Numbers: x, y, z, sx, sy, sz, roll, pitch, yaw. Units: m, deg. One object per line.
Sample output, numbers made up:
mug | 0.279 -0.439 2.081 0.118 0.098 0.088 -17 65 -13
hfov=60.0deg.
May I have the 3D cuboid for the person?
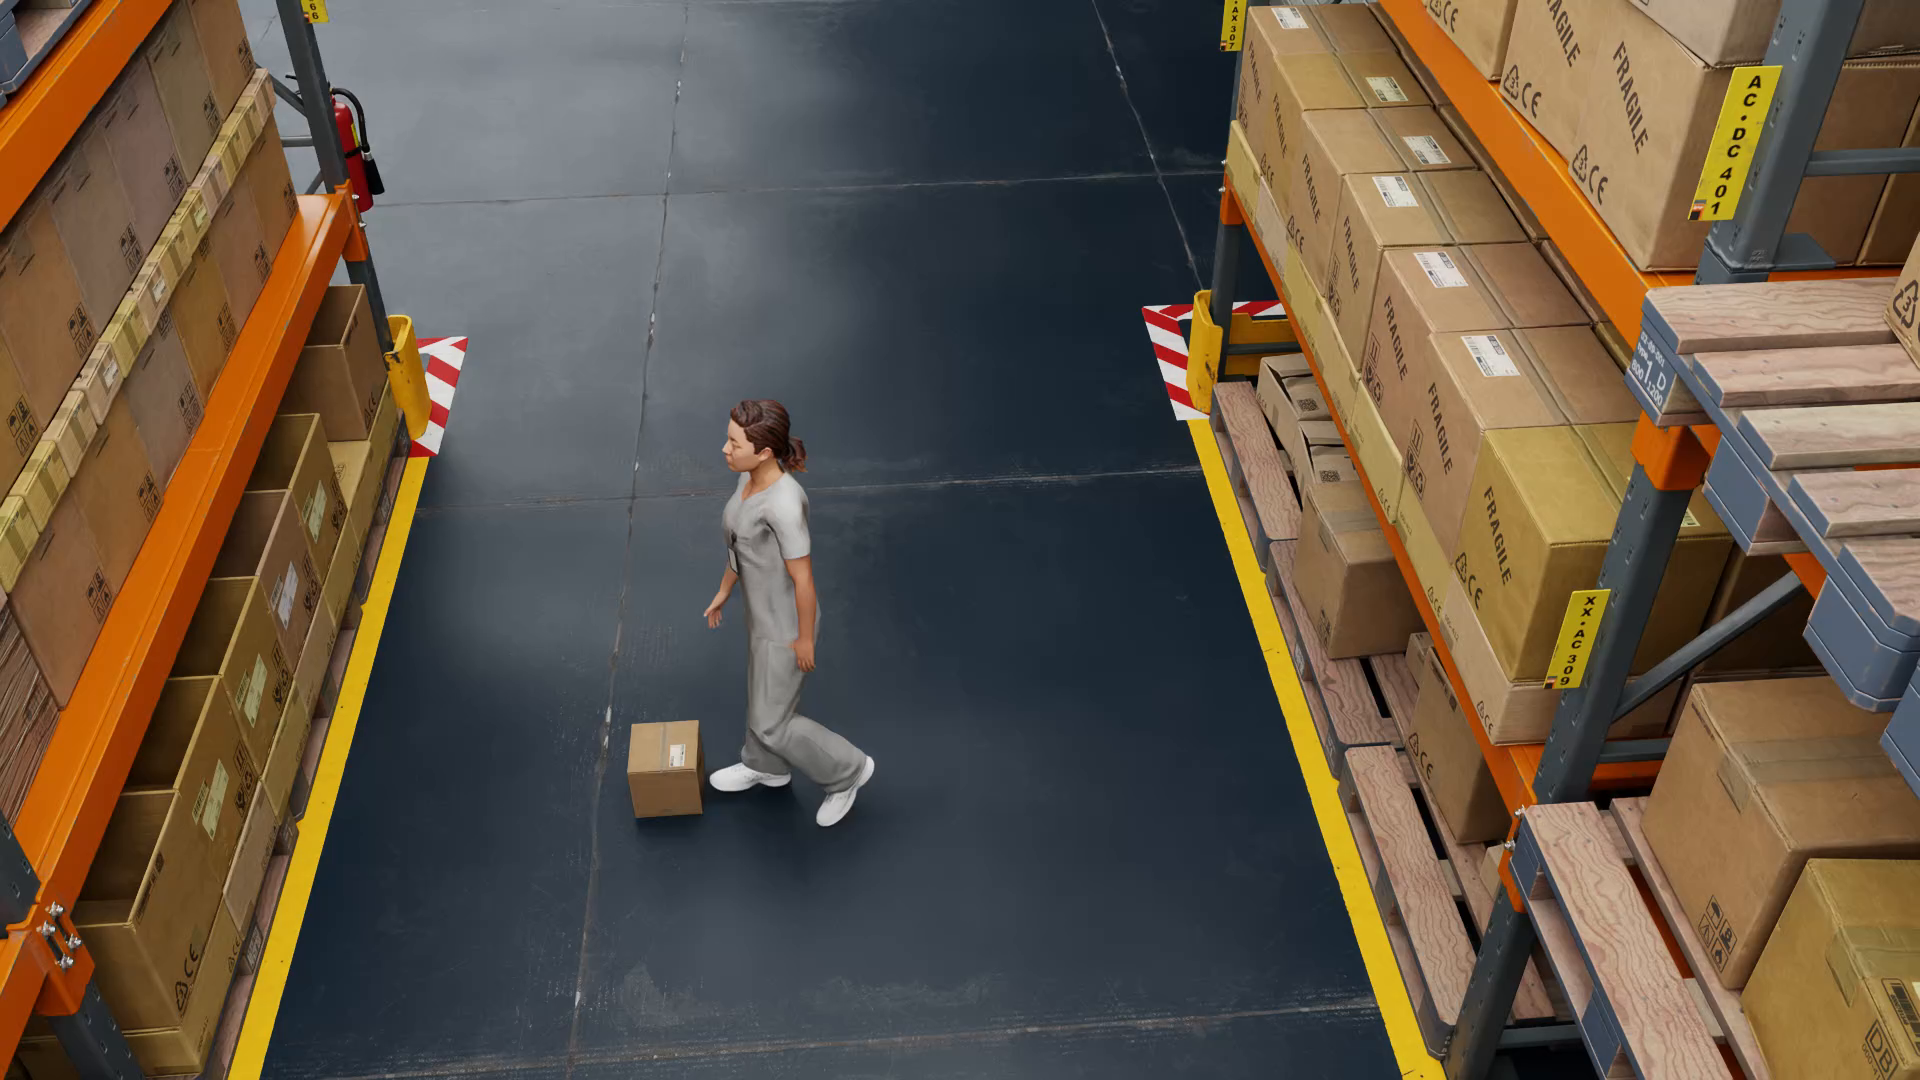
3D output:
person | -0.644 0.280 5.789 0.595 1.670 0.554 -9 40 -11
